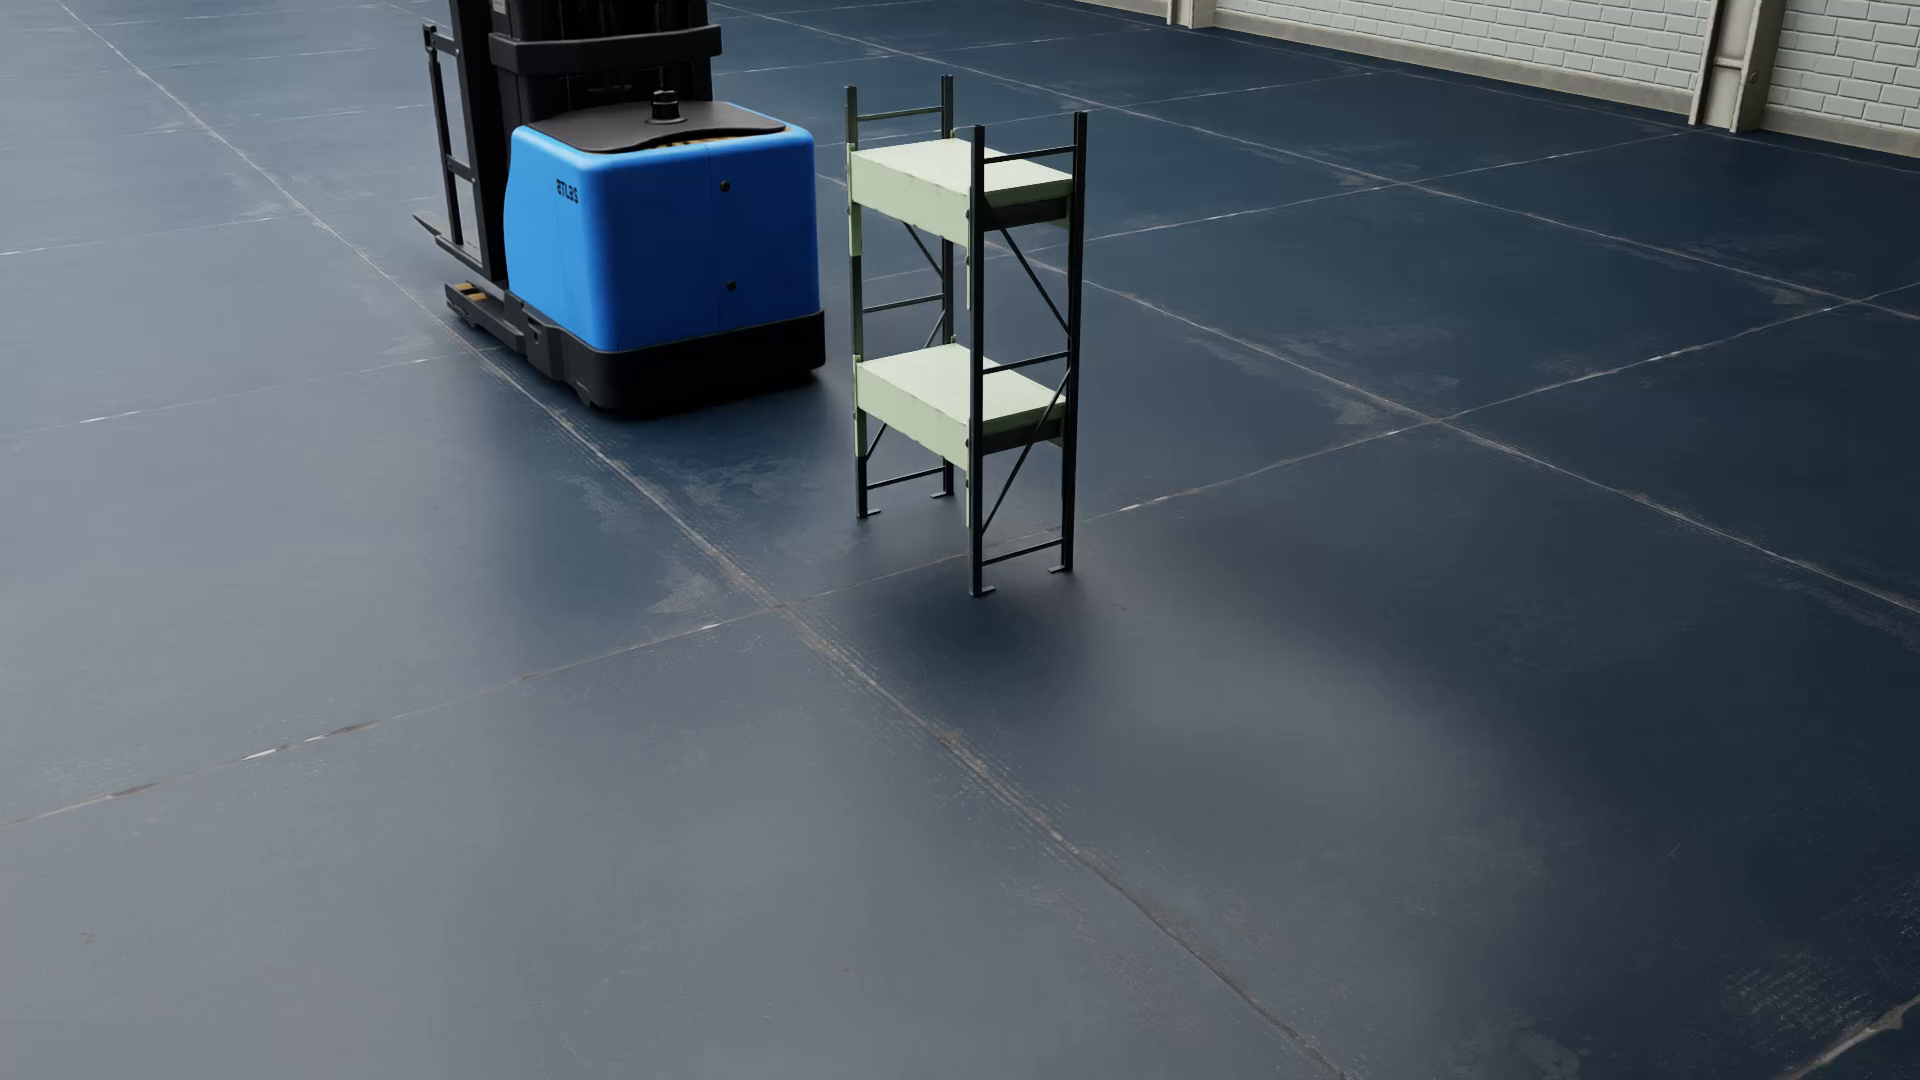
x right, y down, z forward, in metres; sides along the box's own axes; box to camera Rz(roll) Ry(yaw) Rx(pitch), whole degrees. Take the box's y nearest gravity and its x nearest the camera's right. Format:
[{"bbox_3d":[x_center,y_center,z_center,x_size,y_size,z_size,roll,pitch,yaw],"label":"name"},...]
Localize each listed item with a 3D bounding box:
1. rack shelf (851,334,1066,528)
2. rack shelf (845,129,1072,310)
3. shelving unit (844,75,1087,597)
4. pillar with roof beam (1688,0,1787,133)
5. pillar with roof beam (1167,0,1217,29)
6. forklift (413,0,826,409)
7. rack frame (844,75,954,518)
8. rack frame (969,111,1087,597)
[{"bbox_3d":[0.004,-0.381,5.564,0.431,0.370,0.720,-16,29,-30],"label":"rack shelf"},{"bbox_3d":[0.004,-1.029,5.258,0.431,0.370,0.720,-16,29,-30],"label":"rack shelf"},{"bbox_3d":[0.004,-0.676,5.425,0.431,1.500,0.755,-16,29,-30],"label":"shelving unit"},{"bbox_3d":[1.990,-6.099,8.129,9.100,9.000,0.400,-16,29,-30],"label":"pillar with roof beam"},{"bbox_3d":[-1.286,-8.245,12.675,9.100,9.000,0.400,-16,29,-30],"label":"pillar with roof beam"},{"bbox_3d":[-1.822,-2.430,7.463,1.130,2.935,3.031,-16,30,-30],"label":"forklift"},{"bbox_3d":[-0.196,-0.807,5.702,0.400,1.500,0.023,-16,29,-30],"label":"rack frame"},{"bbox_3d":[0.203,-0.545,5.147,0.400,1.500,0.023,-16,29,-30],"label":"rack frame"}]
